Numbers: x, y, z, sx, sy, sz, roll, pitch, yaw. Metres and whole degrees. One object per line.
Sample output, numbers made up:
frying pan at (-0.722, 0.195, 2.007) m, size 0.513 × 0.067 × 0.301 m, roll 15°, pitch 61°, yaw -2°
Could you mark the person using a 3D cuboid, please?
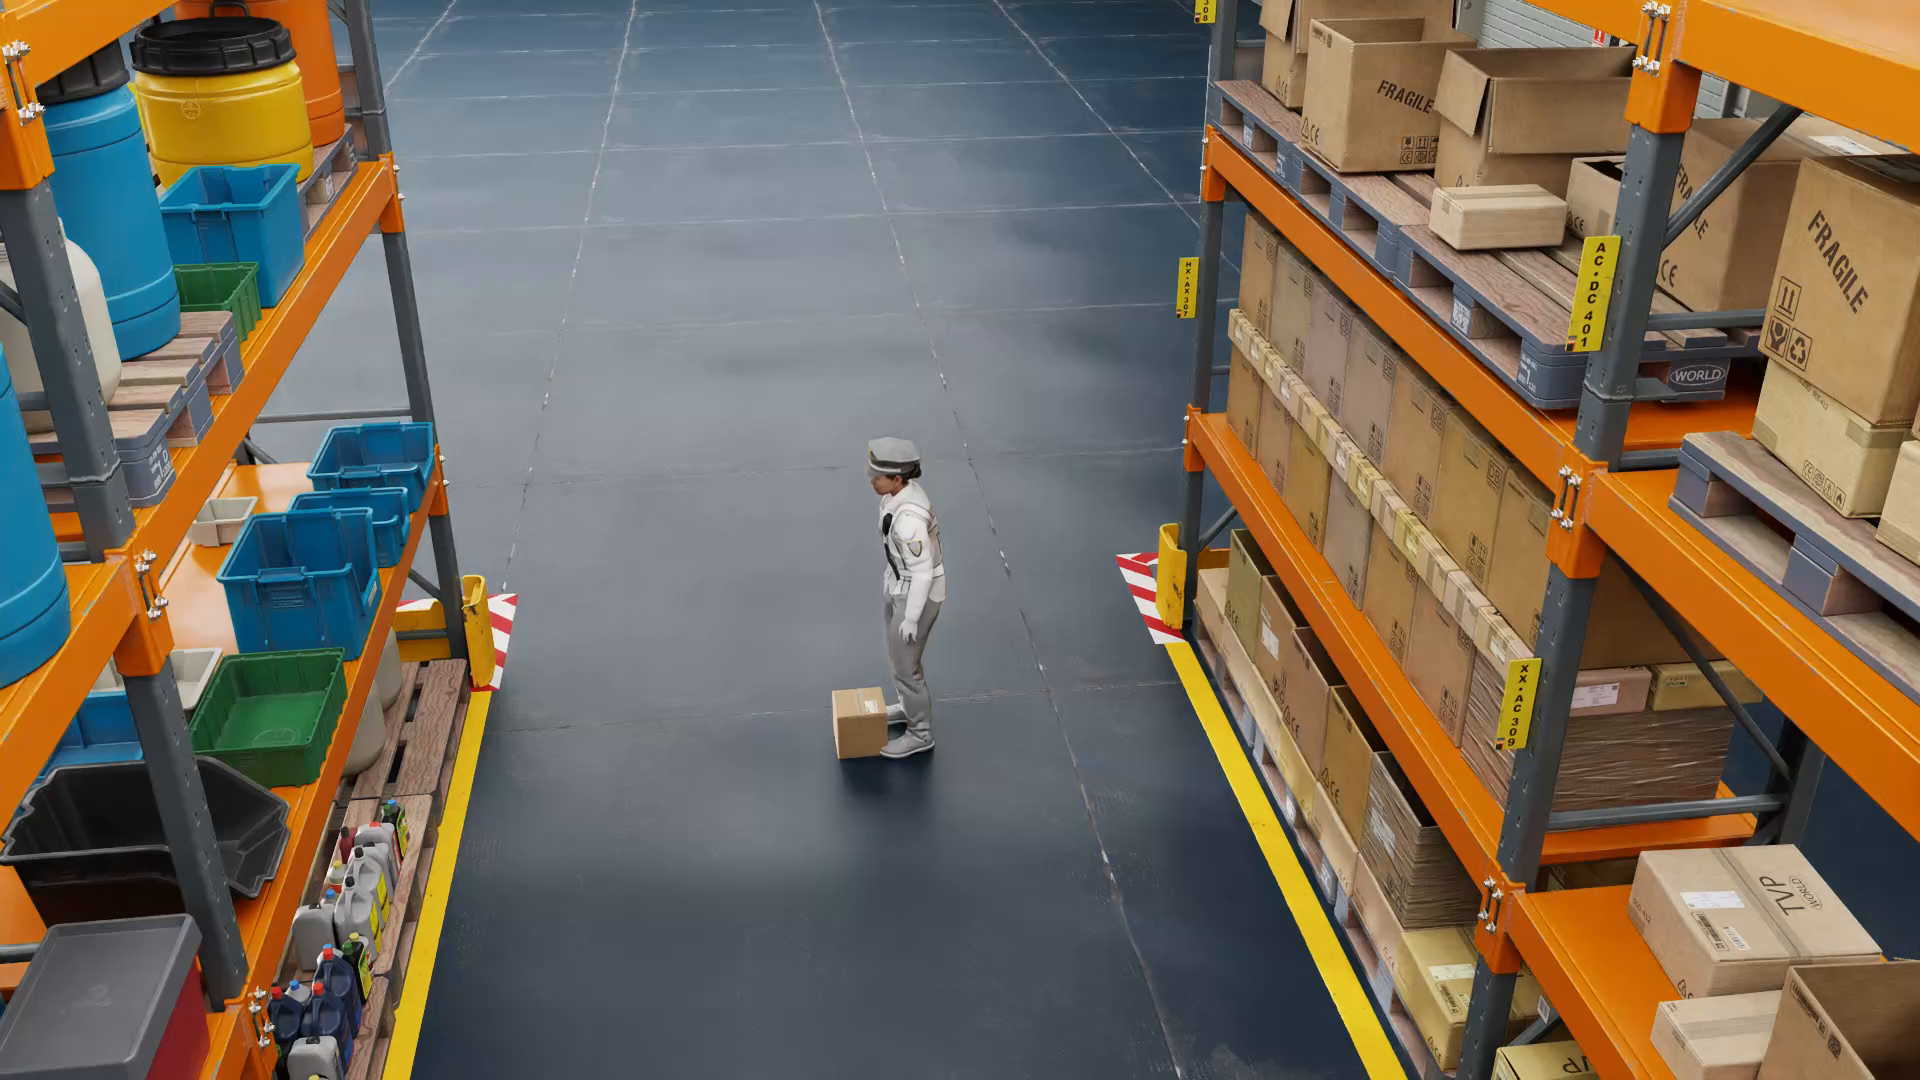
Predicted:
person at (-0.262, 0.277, 8.078) m, size 0.376 × 1.662 × 0.544 m, roll -5°, pitch 28°, yaw -10°
